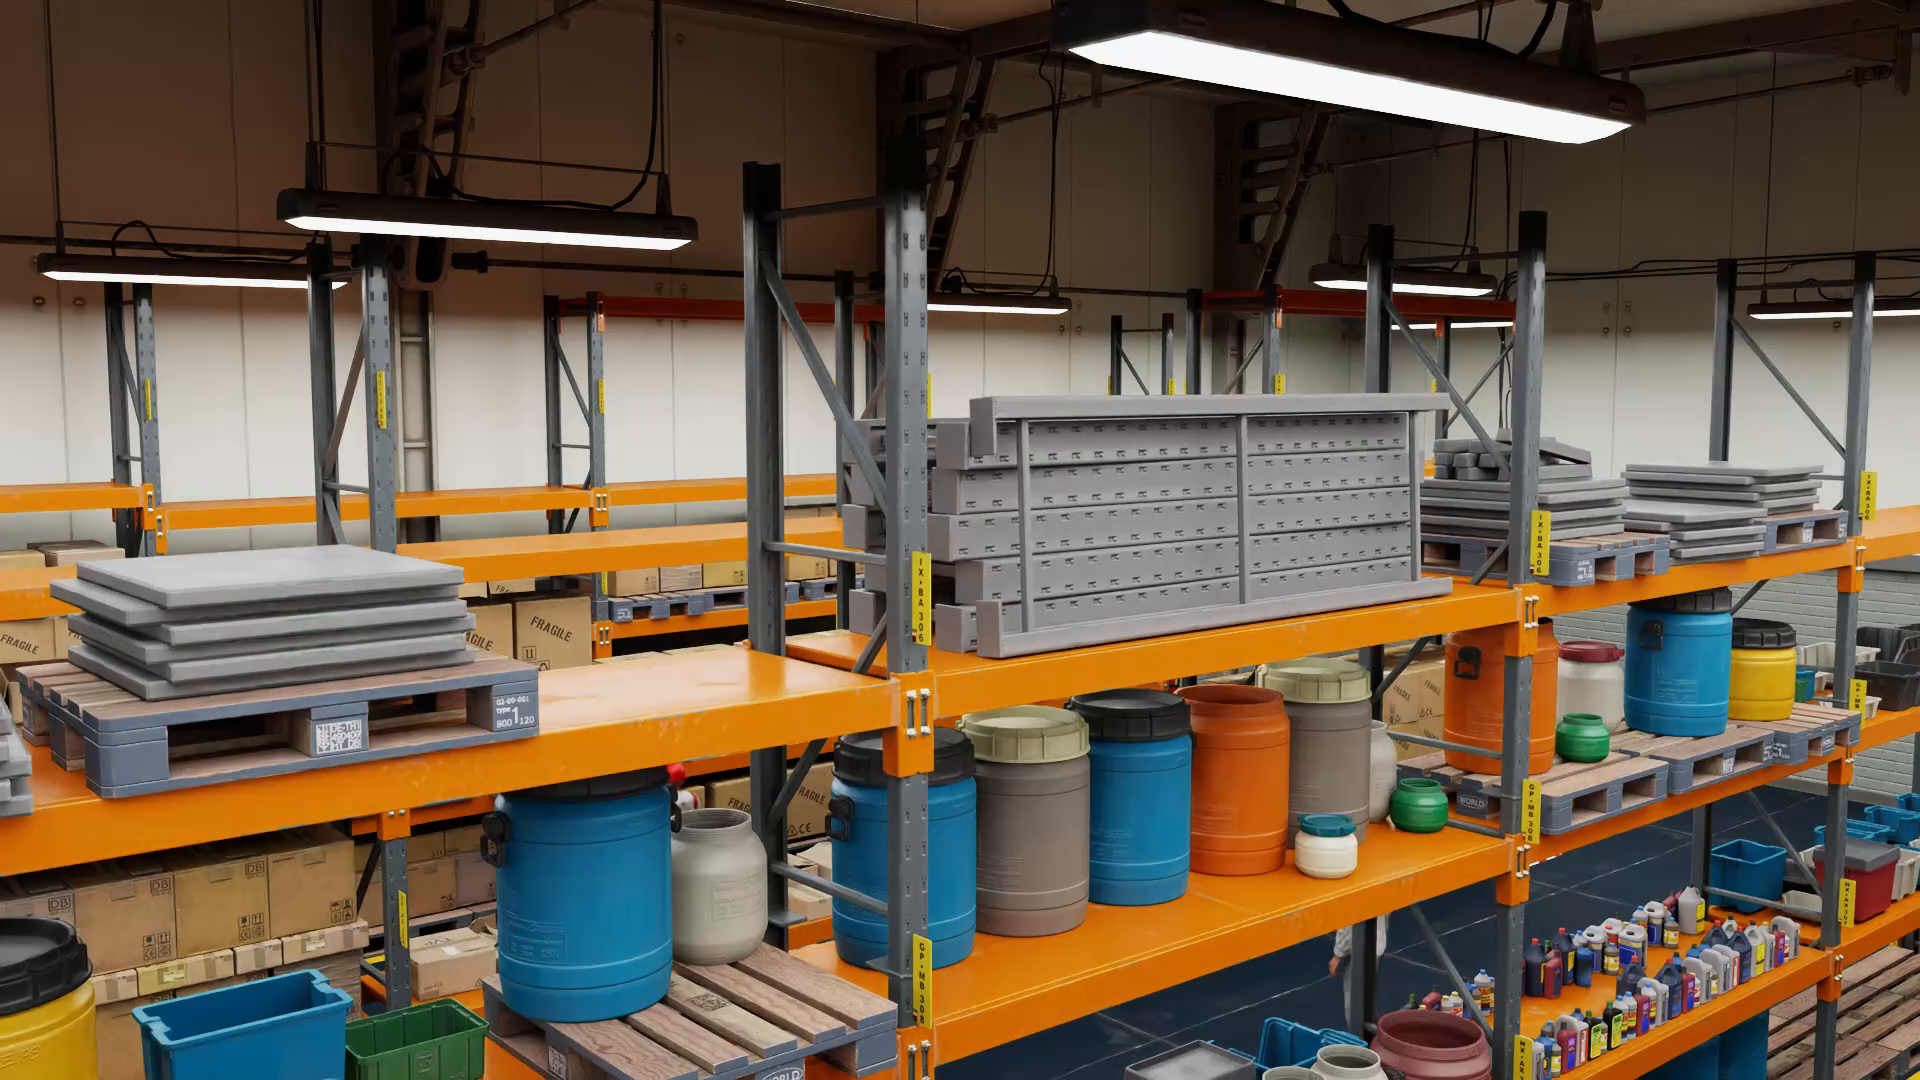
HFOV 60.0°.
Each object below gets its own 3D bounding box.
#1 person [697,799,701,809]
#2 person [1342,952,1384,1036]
[{"bbox_3d":[-2.533,2.969,14.732,0.354,1.424,0.669,4,7,37],"label":"person"},{"bbox_3d":[2.986,3.086,12.460,0.381,1.778,0.468,2,6,24],"label":"person"}]
